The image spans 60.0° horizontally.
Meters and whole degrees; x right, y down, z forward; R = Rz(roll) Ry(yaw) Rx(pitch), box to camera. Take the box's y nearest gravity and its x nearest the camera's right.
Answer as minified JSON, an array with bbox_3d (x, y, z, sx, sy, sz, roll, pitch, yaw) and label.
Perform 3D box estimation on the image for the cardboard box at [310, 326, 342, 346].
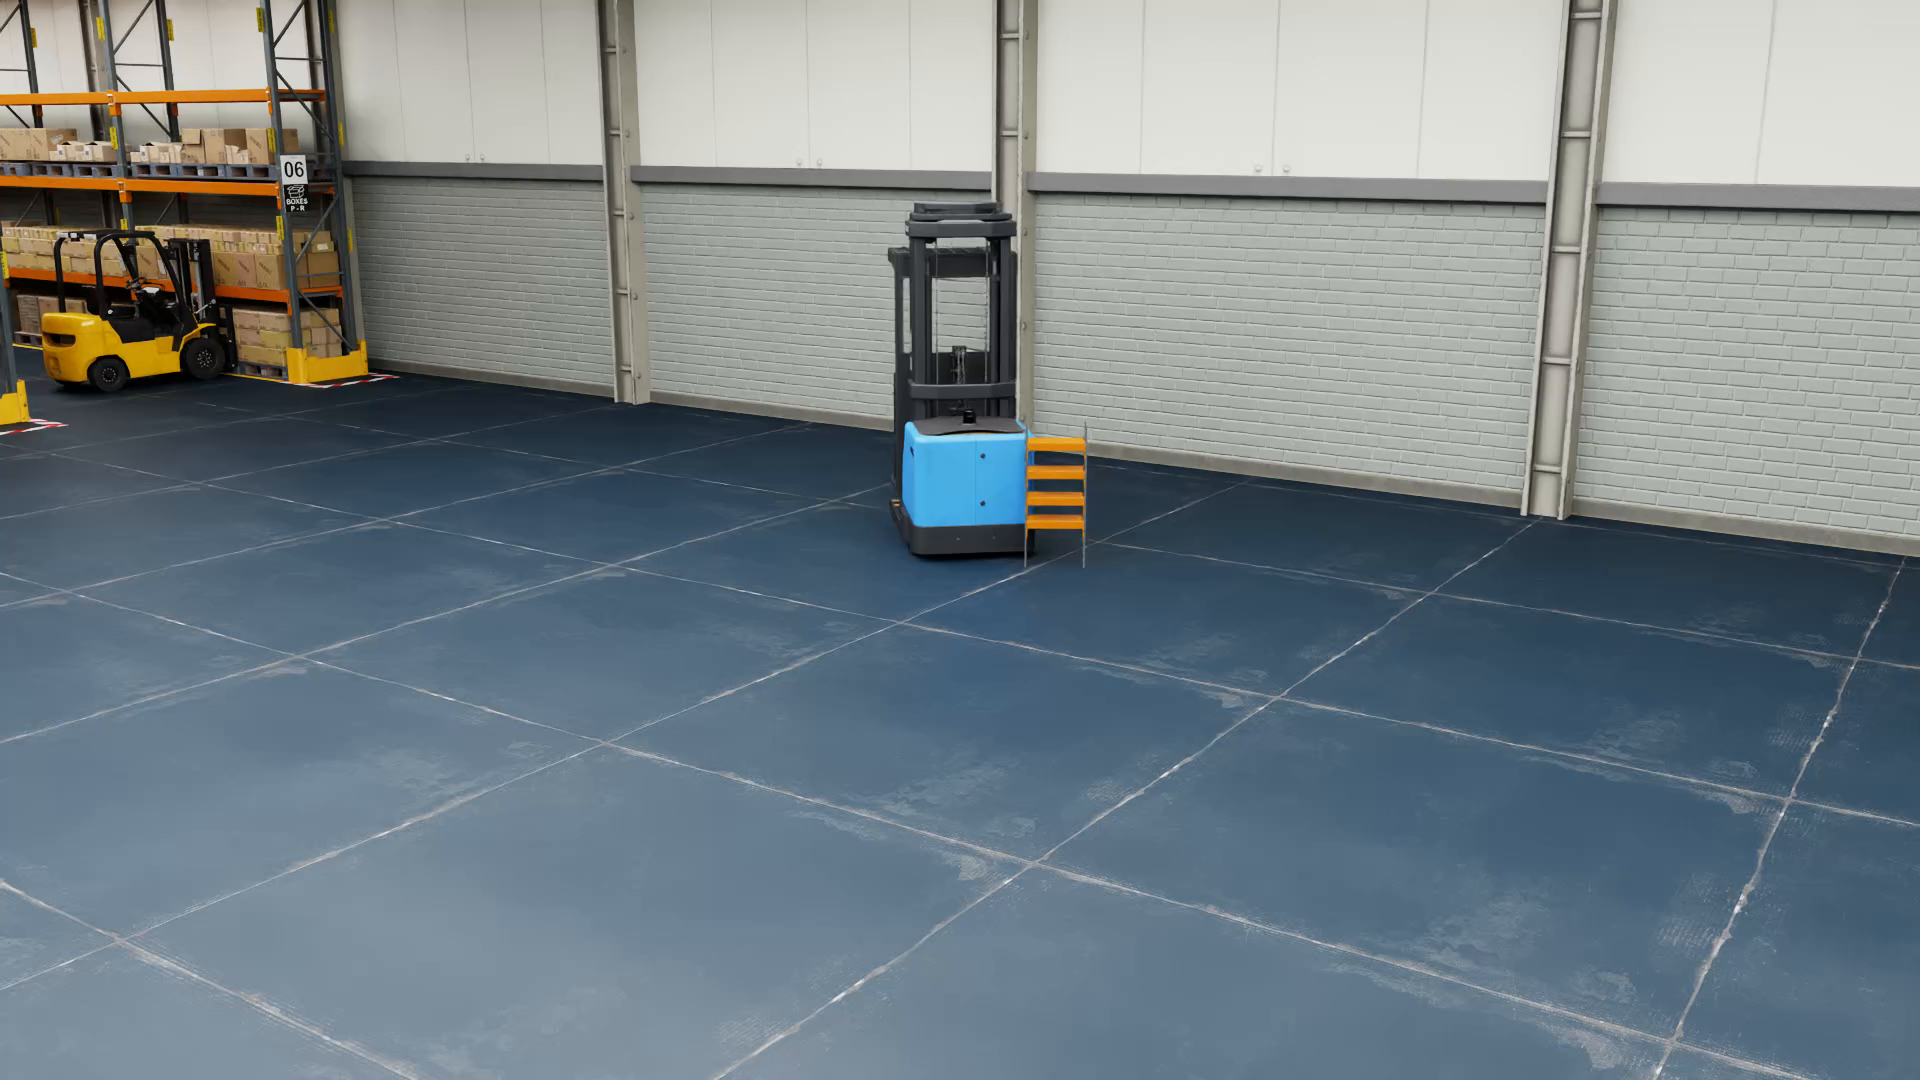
[{"bbox_3d":[-9.564,-3.057,24.738,0.500,0.250,0.500,10,17,34],"label":"cardboard box"}]

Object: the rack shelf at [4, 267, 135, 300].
[{"bbox_3d":[-14.268,-4.296,27.433,4.000,0.370,1.077,9,17,33],"label":"rack shelf"}]

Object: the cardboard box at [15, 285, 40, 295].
[{"bbox_3d":[-16.392,-4.392,29.301,0.250,0.149,0.380,10,17,35],"label":"cardboard box"}]

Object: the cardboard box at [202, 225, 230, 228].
[{"bbox_3d":[-11.520,-4.807,25.821,0.250,0.149,0.380,9,16,32],"label":"cardboard box"}]

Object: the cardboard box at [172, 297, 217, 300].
[{"bbox_3d":[-12.092,-3.704,26.312,0.500,0.250,0.500,10,17,34],"label":"cardboard box"}]

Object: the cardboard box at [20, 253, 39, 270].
[{"bbox_3d":[-15.281,-4.664,27.735,0.500,0.250,0.500,9,16,32],"label":"cardboard box"}]

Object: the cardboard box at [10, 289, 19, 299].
[{"bbox_3d":[-16.479,-4.235,28.666,0.250,0.149,0.380,8,16,30],"label":"cardboard box"}]

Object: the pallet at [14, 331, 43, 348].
[{"bbox_3d":[-15.266,-3.442,28.288,1.213,0.211,1.003,9,17,33],"label":"pallet"}]

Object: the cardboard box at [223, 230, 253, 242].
[{"bbox_3d":[-10.602,-4.472,24.470,0.250,0.149,0.380,10,17,34],"label":"cardboard box"}]

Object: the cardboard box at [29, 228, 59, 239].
[{"bbox_3d":[-15.154,-5.078,27.537,0.250,0.149,0.380,9,17,33],"label":"cardboard box"}]

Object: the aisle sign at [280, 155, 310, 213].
[{"bbox_3d":[-9.399,-5.035,23.512,0.004,0.787,0.394,9,17,33],"label":"aisle sign"}]

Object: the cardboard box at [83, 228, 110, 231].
[{"bbox_3d":[-14.260,-5.072,27.511,0.250,0.149,0.380,10,17,34],"label":"cardboard box"}]

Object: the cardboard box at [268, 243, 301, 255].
[{"bbox_3d":[-9.733,-4.195,23.968,0.250,0.149,0.380,9,17,34],"label":"cardboard box"}]

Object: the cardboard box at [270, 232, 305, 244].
[{"bbox_3d":[-9.704,-4.355,23.995,0.250,0.149,0.380,9,17,33],"label":"cardboard box"}]

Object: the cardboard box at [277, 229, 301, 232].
[{"bbox_3d":[-9.874,-4.511,24.625,0.250,0.149,0.380,10,17,34],"label":"cardboard box"}]

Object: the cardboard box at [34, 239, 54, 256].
[{"bbox_3d":[-14.857,-4.834,27.381,0.500,0.250,0.500,9,16,31],"label":"cardboard box"}]

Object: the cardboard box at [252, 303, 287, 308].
[{"bbox_3d":[-10.408,-3.433,25.216,0.500,0.250,0.500,9,17,32],"label":"cardboard box"}]

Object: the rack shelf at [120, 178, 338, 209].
[{"bbox_3d":[-10.949,-5.216,24.906,4.000,0.370,1.077,9,17,33],"label":"rack shelf"}]

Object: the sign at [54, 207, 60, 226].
[{"bbox_3d":[-15.621,-5.587,28.740,0.005,0.325,0.100,9,17,33],"label":"sign"}]

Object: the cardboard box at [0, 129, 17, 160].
[{"bbox_3d":[-15.462,-6.525,27.407,0.500,0.500,0.500,9,17,33],"label":"cardboard box"}]

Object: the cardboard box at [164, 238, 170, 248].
[{"bbox_3d":[-11.880,-4.534,25.337,0.250,0.149,0.380,10,17,34],"label":"cardboard box"}]

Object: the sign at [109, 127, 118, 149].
[{"bbox_3d":[-12.903,-6.127,25.360,0.005,0.325,0.100,9,17,33],"label":"sign"}]

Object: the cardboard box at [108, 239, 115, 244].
[{"bbox_3d":[-13.240,-4.773,26.305,0.250,0.149,0.380,9,16,32],"label":"cardboard box"}]

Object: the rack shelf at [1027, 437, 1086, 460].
[{"bbox_3d":[0.794,-0.761,13.767,0.480,0.148,0.258,0,14,1],"label":"rack shelf"}]

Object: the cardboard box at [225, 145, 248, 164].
[{"bbox_3d":[-10.357,-5.569,24.031,0.258,0.266,0.396,9,17,33],"label":"cardboard box"}]

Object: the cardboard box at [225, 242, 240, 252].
[{"bbox_3d":[-10.591,-4.332,24.523,0.250,0.149,0.380,9,16,31],"label":"cardboard box"}]

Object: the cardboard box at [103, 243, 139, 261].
[{"bbox_3d":[-13.159,-4.562,26.281,0.500,0.250,0.500,9,16,32],"label":"cardboard box"}]

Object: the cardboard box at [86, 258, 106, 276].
[{"bbox_3d":[-13.593,-4.386,26.611,0.500,0.250,0.500,9,17,32],"label":"cardboard box"}]

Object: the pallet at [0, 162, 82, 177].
[{"bbox_3d":[-15.315,-6.205,27.797,1.003,0.211,1.213,10,17,35],"label":"pallet"}]

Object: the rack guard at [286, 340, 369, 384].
[{"bbox_3d":[-9.269,-2.624,24.384,0.348,0.500,1.175,9,17,33],"label":"rack guard"}]

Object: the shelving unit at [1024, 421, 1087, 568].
[{"bbox_3d":[0.794,-0.380,13.861,0.503,1.200,0.258,0,14,1],"label":"shelving unit"}]

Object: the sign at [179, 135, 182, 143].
[{"bbox_3d":[-12.300,-6.234,26.279,0.005,0.325,0.100,9,17,33],"label":"sign"}]

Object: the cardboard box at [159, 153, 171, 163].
[{"bbox_3d":[-11.768,-5.740,24.966,0.250,0.149,0.380,10,17,34],"label":"cardboard box"}]

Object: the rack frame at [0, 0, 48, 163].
[{"bbox_3d":[-15.928,-7.826,27.709,0.127,3.000,1.000,9,17,33],"label":"rack frame"}]

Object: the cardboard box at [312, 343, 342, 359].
[{"bbox_3d":[-9.588,-2.815,24.800,0.500,0.250,0.500,9,17,33],"label":"cardboard box"}]

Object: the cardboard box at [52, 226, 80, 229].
[{"bbox_3d":[-15.084,-5.214,28.086,0.250,0.149,0.380,9,17,33],"label":"cardboard box"}]

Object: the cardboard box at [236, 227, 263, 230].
[{"bbox_3d":[-10.716,-4.649,25.185,0.250,0.149,0.380,9,17,33],"label":"cardboard box"}]

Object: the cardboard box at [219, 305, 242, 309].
[{"bbox_3d":[-11.113,-3.397,25.072,0.500,0.250,0.500,9,16,32],"label":"cardboard box"}]

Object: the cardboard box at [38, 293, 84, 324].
[{"bbox_3d":[-14.871,-3.792,27.968,0.625,0.625,0.875,10,17,35],"label":"cardboard box"}]

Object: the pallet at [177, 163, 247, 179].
[{"bbox_3d":[-10.878,-5.517,24.811,1.213,0.211,1.003,9,17,33],"label":"pallet"}]

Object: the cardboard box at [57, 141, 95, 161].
[{"bbox_3d":[-13.982,-6.194,26.463,0.500,0.311,0.500,9,16,31],"label":"cardboard box"}]

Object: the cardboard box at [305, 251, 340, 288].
[{"bbox_3d":[-9.545,-4.011,24.576,0.500,0.500,0.500,10,17,35],"label":"cardboard box"}]

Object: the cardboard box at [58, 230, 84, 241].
[{"bbox_3d":[-14.356,-4.928,26.929,0.250,0.149,0.380,9,16,31],"label":"cardboard box"}]

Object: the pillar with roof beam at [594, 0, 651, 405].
[{"bbox_3d":[-6.788,-5.363,17.760,0.400,9.000,9.100,9,17,33],"label":"pillar with roof beam"}]

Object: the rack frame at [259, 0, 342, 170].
[{"bbox_3d":[-9.289,-6.753,23.375,0.127,3.000,1.000,9,17,33],"label":"rack frame"}]

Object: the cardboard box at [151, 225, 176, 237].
[{"bbox_3d":[-12.232,-4.770,25.671,0.250,0.149,0.380,9,17,34],"label":"cardboard box"}]

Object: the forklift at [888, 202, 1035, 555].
[{"bbox_3d":[-0.071,-1.604,15.204,1.130,2.935,3.031,-2,14,-8],"label":"forklift"}]

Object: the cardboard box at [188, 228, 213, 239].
[{"bbox_3d":[-11.396,-4.626,25.092,0.250,0.149,0.380,9,17,33],"label":"cardboard box"}]

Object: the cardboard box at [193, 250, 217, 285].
[{"bbox_3d":[-11.118,-4.108,24.969,0.500,0.500,0.500,9,17,33],"label":"cardboard box"}]
